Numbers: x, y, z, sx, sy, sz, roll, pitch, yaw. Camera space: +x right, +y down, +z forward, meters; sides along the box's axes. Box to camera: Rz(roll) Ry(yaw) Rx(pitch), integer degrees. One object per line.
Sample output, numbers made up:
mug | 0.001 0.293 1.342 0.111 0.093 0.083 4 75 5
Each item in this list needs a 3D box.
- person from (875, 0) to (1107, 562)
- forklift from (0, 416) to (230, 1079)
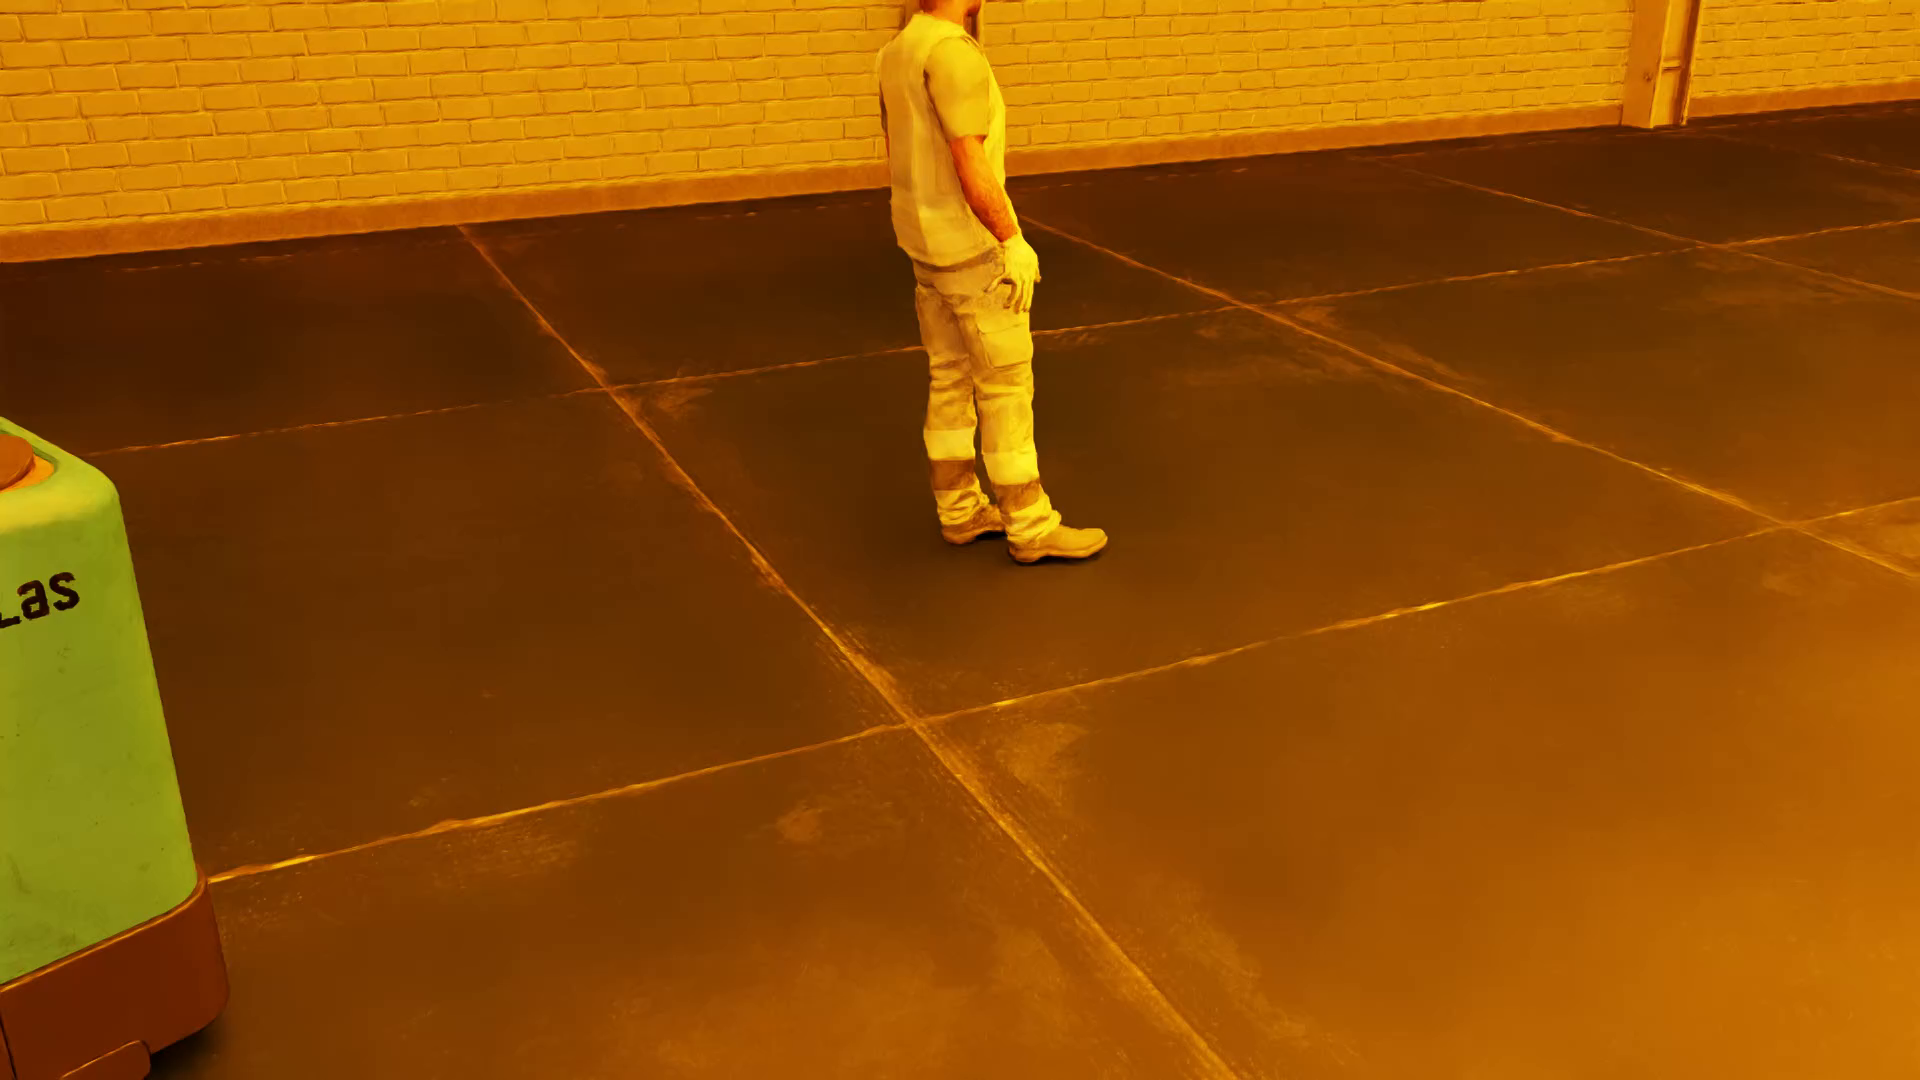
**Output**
person | 0.078 -0.842 4.783 0.563 1.787 0.637 -10 25 -23
forklift | -2.656 -0.168 1.692 1.130 2.935 3.031 19 29 38
